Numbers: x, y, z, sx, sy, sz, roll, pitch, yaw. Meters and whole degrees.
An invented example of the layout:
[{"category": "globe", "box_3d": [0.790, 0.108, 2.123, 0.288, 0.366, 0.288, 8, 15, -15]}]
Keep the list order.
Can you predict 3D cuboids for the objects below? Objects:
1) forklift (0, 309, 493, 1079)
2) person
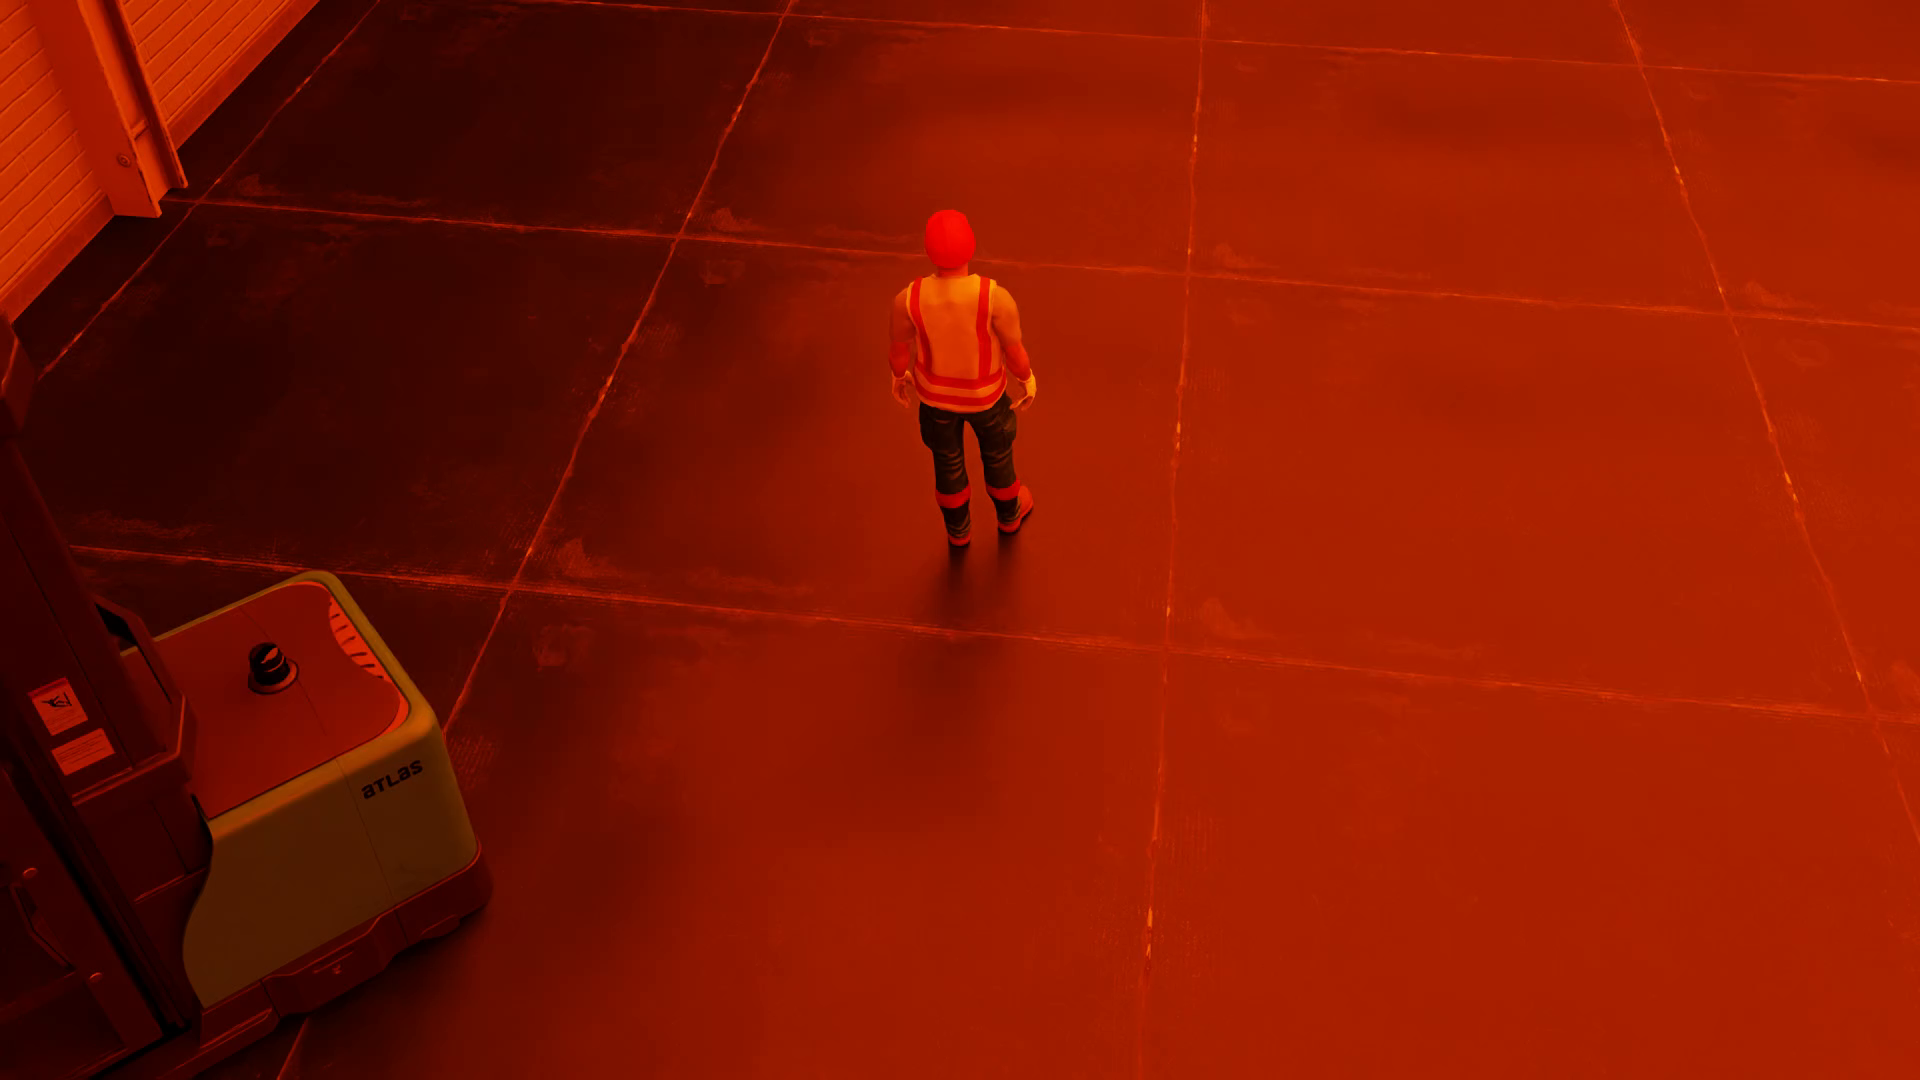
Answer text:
[{"category": "forklift", "box_3d": [-3.255, 0.668, 4.997, 3.031, 2.935, 1.130, -28, 49, -27]}, {"category": "person", "box_3d": [0.023, -0.718, 7.338, 0.637, 1.790, 0.562, 5, 43, 6]}]
